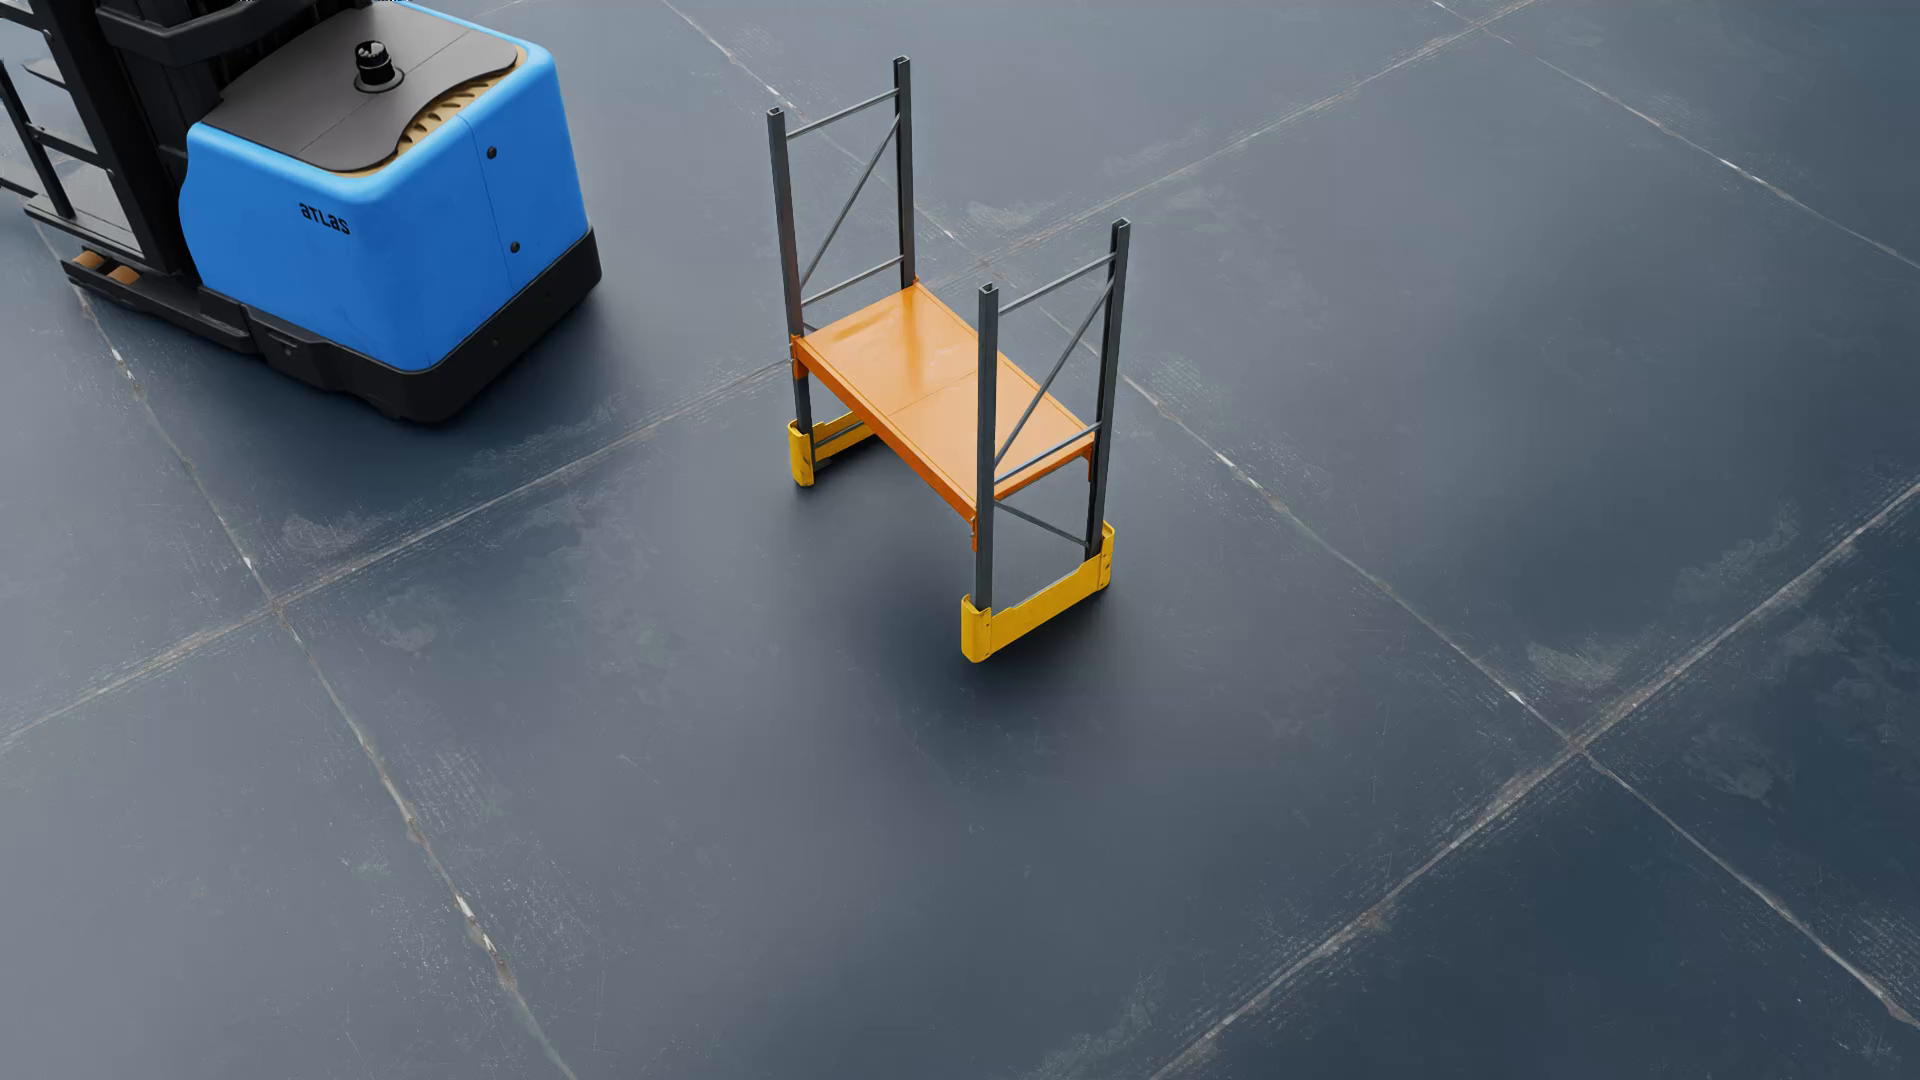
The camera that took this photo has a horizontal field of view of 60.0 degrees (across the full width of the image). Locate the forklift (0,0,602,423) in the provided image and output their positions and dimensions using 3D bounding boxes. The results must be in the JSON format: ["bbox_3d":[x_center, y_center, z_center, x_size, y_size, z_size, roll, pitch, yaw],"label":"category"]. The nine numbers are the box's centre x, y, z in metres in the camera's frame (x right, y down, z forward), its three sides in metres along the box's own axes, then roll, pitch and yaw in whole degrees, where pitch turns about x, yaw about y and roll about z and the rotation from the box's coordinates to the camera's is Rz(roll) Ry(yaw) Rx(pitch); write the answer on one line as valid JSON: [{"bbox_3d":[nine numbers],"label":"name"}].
[{"bbox_3d":[-2.962,-2.217,5.782,3.031,2.935,1.130,22,52,19],"label":"forklift"}]

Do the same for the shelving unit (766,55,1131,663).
[{"bbox_3d":[-0.046,-0.549,5.235,0.587,1.500,1.083,-29,54,-24],"label":"shelving unit"}]

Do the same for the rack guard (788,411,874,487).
[{"bbox_3d":[-0.348,-0.423,5.964,0.587,0.250,0.087,-29,54,-24],"label":"rack guard"}]

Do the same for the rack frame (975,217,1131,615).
[{"bbox_3d":[0.256,-0.254,4.968,0.500,1.500,0.032,-29,54,-24],"label":"rack frame"}]

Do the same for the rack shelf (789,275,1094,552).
[{"bbox_3d":[-0.052,-0.433,5.373,0.538,0.185,1.000,-29,54,-24],"label":"rack shelf"}]

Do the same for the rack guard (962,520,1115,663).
[{"bbox_3d":[0.255,0.165,5.432,0.587,0.250,0.087,-29,54,-24],"label":"rack guard"}]

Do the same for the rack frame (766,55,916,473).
[{"bbox_3d":[-0.359,-0.854,5.512,0.500,1.500,0.032,-29,54,-24],"label":"rack frame"}]
